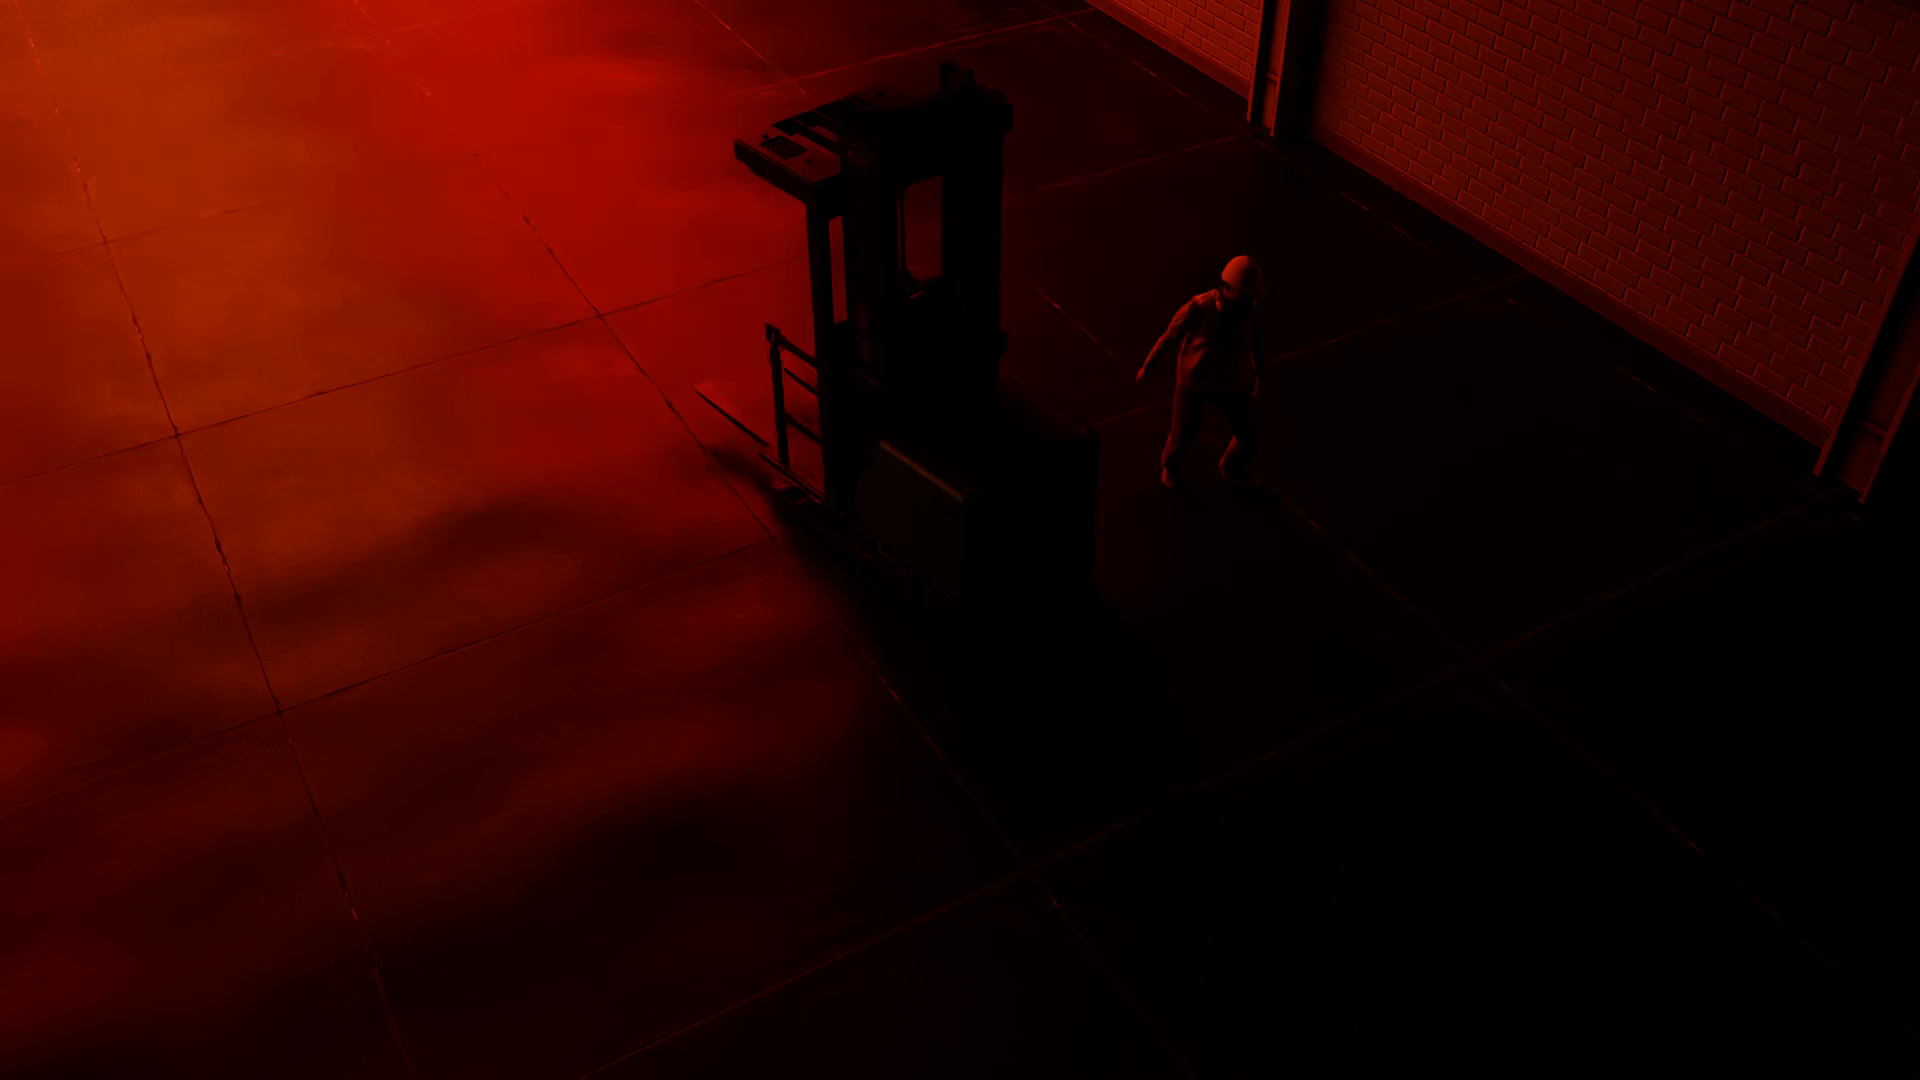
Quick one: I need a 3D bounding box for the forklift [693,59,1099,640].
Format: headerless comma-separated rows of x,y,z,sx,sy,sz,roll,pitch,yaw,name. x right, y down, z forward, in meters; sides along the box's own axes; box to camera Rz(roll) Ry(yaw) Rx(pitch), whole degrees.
-0.548,-1.417,9.745,1.130,2.935,3.031,-30,48,-31,forklift

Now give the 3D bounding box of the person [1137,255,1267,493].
1.519,-1.001,10.241,0.854,1.745,0.486,-2,40,-3,person
